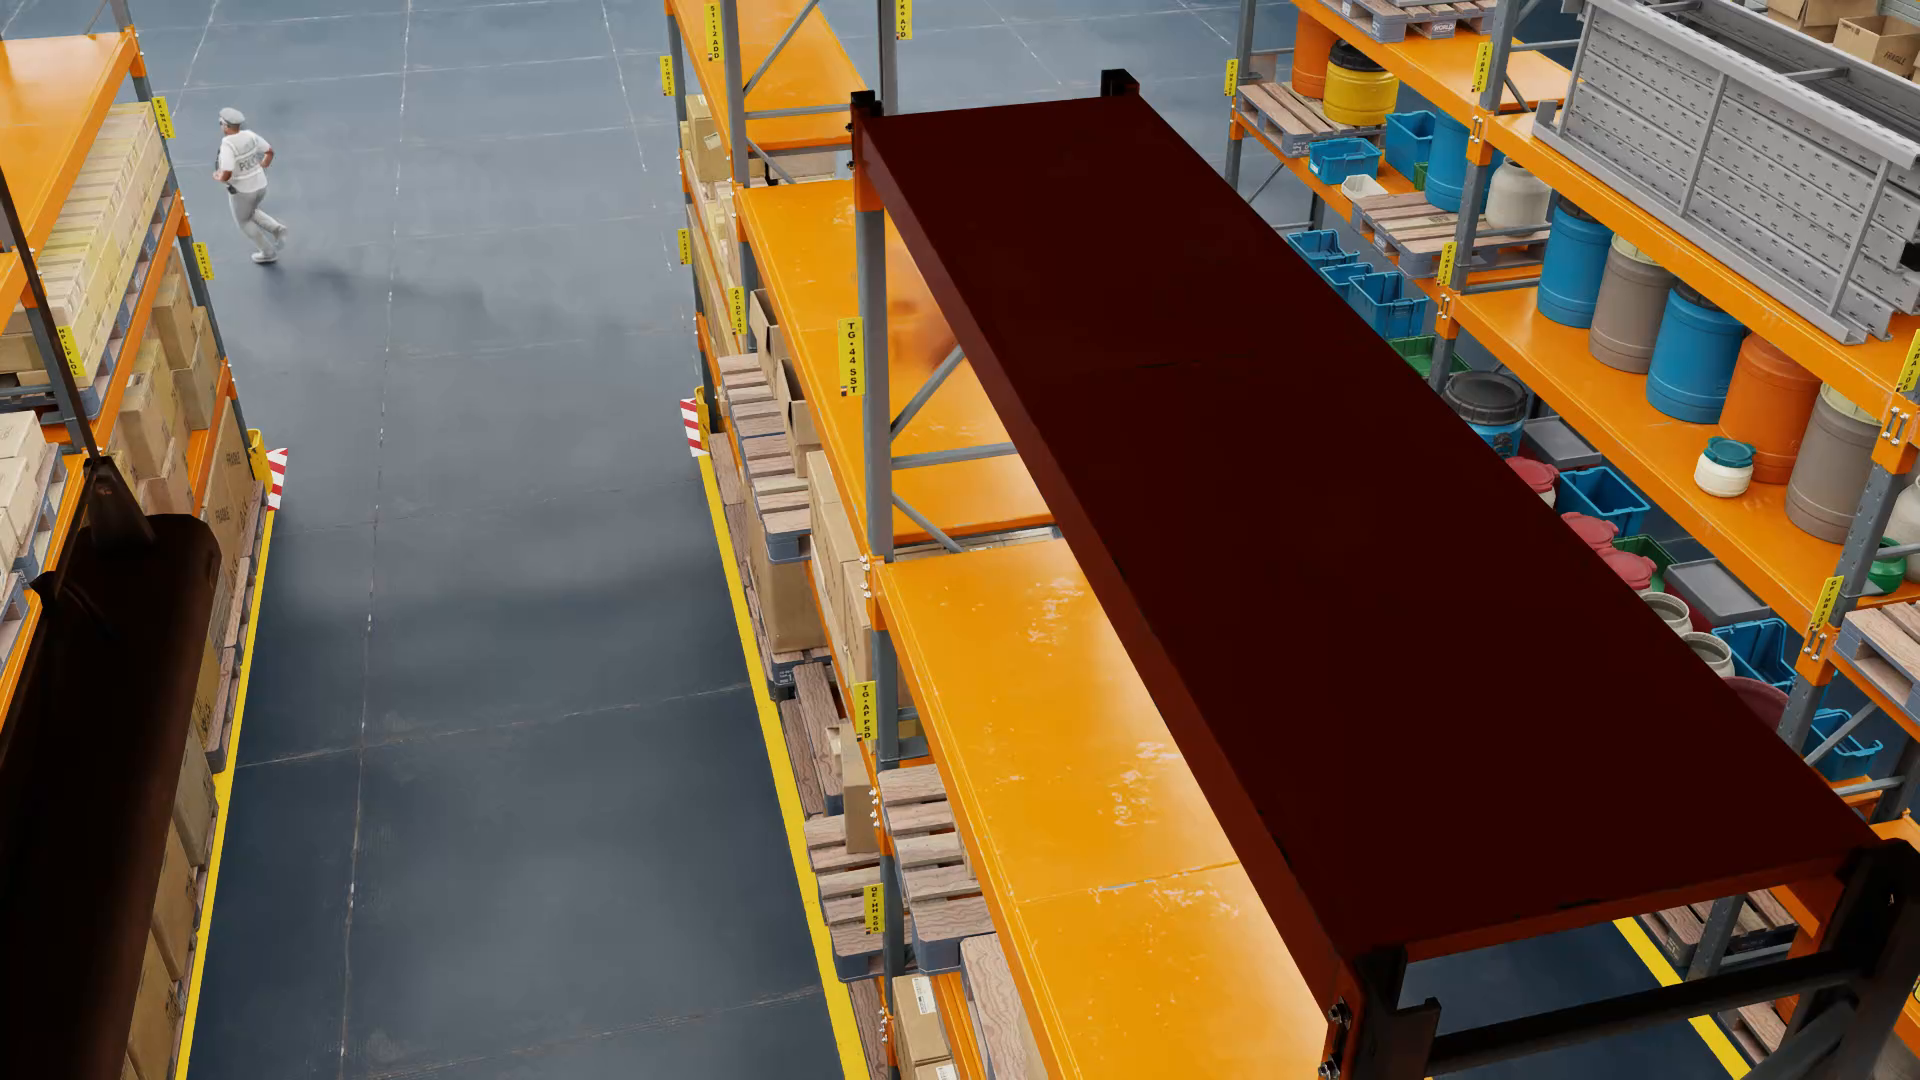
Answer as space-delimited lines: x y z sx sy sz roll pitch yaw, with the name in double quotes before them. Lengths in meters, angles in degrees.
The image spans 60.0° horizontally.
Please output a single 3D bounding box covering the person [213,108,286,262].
"person" -7.860 -3.898 18.246 0.593 1.740 0.667 10 36 15
